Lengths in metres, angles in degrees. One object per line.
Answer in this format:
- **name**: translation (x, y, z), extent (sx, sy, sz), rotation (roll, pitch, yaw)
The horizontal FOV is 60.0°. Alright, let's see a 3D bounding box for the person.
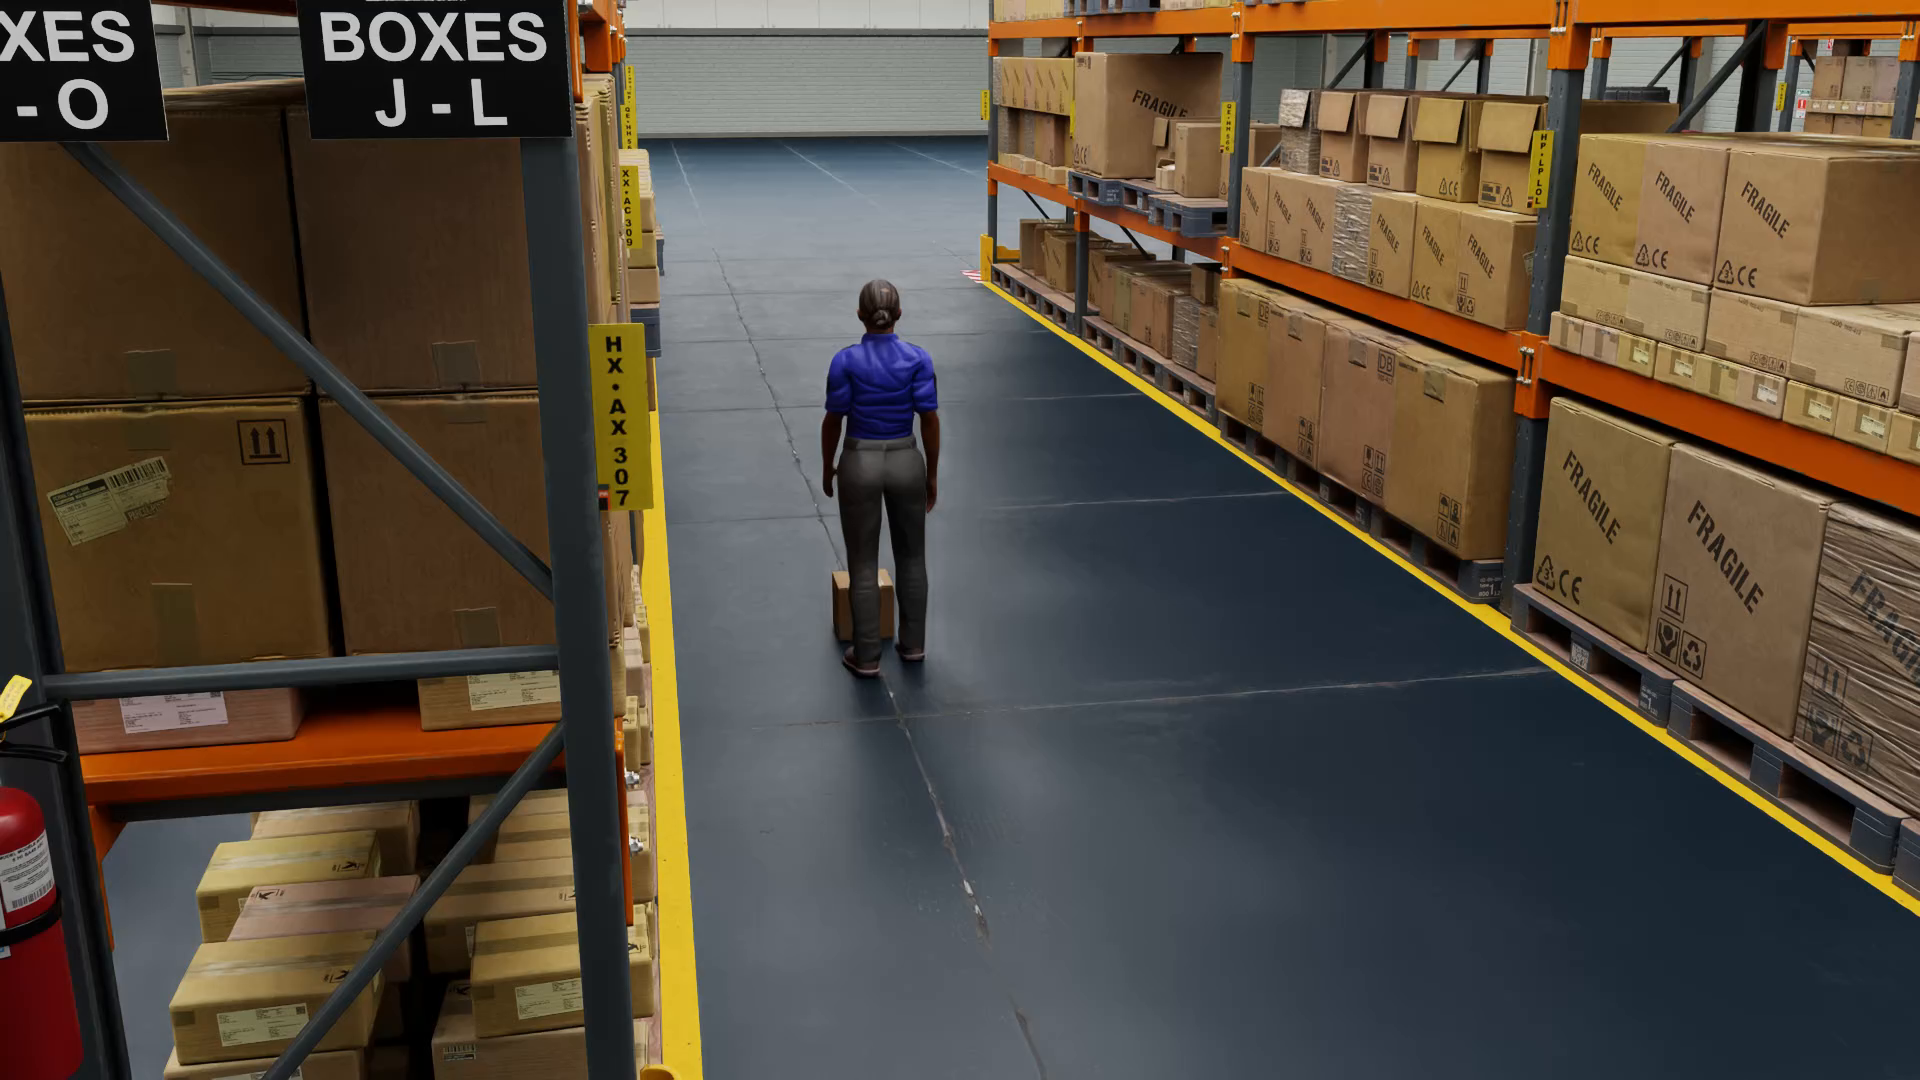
- **person**: translation (-0.342, -0.254, 6.946), extent (0.482, 1.668, 0.449), rotation (-4, 17, -12)
